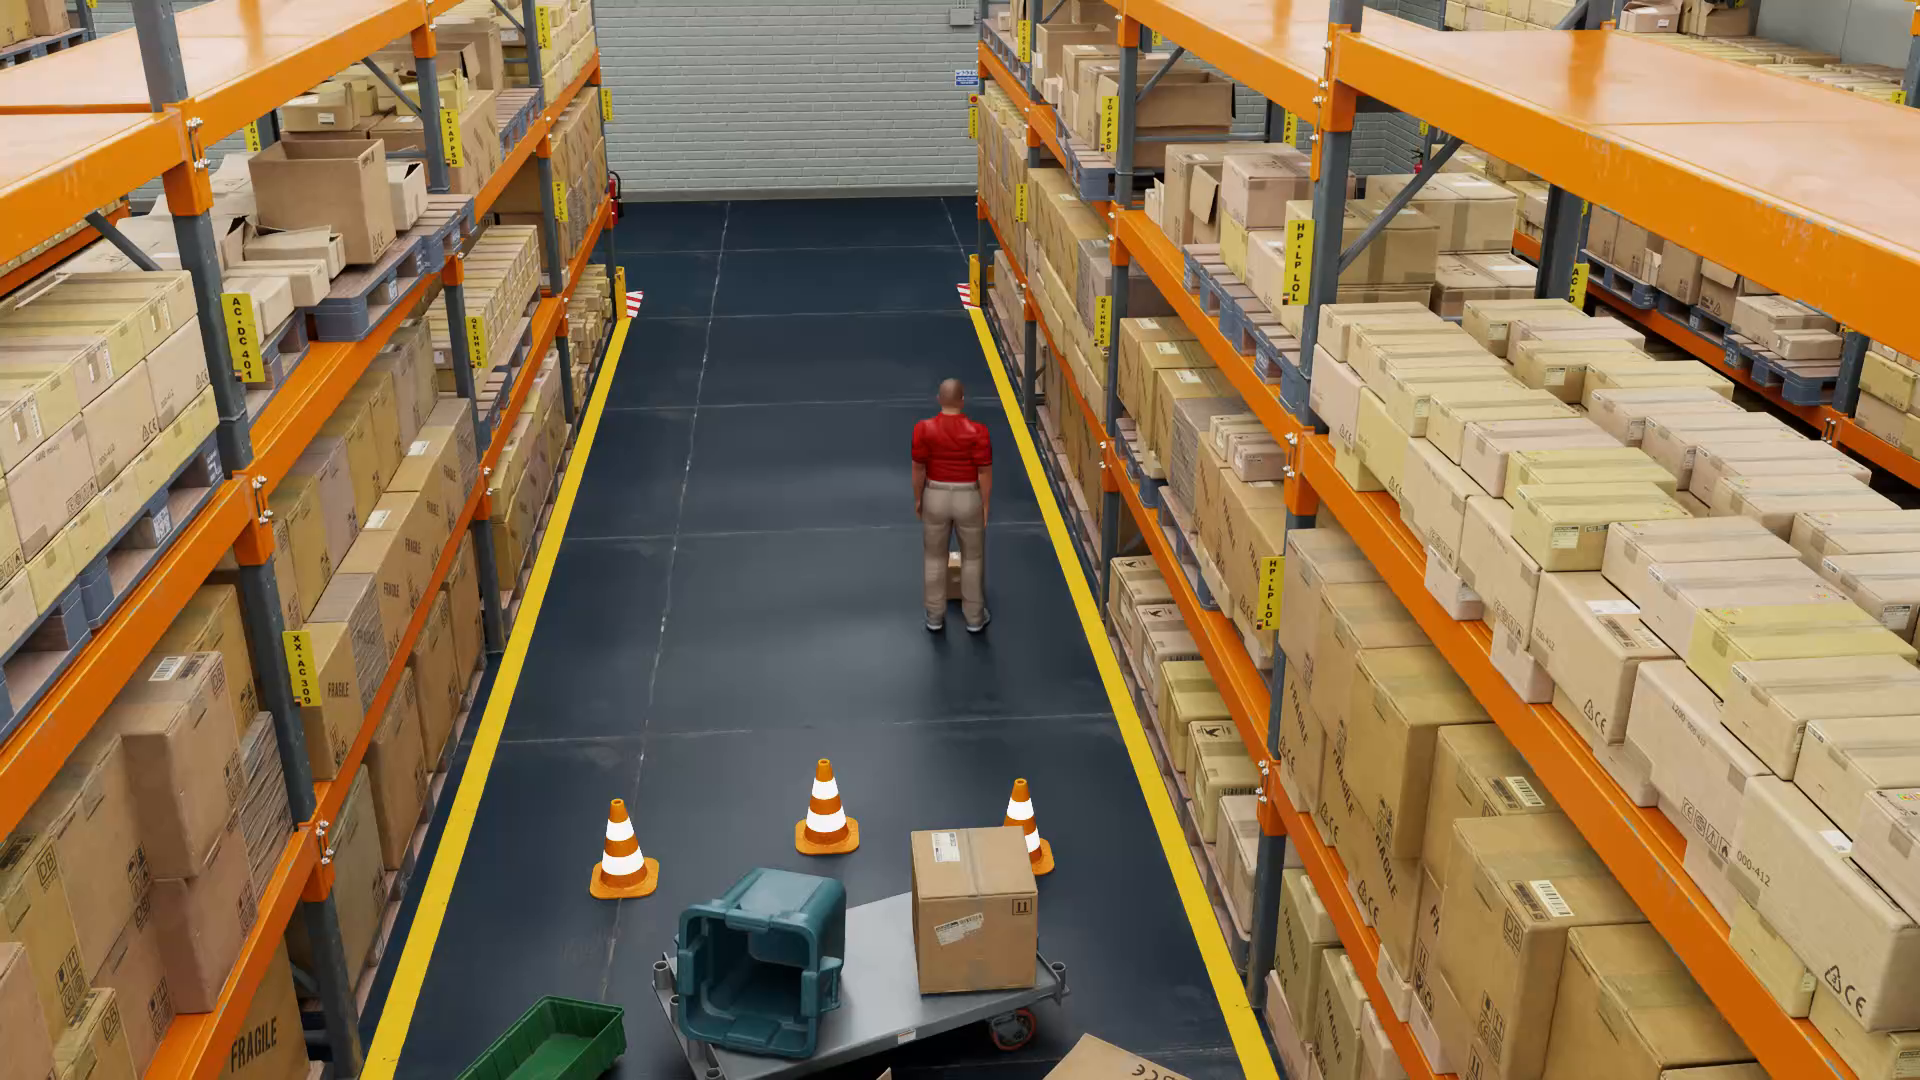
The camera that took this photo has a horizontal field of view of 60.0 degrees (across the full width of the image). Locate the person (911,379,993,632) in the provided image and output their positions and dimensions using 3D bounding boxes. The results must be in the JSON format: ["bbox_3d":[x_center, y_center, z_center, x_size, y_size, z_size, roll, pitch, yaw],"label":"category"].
[{"bbox_3d":[-0.046,-0.236,10.878,0.532,1.729,0.361,3,24,7],"label":"person"}]
